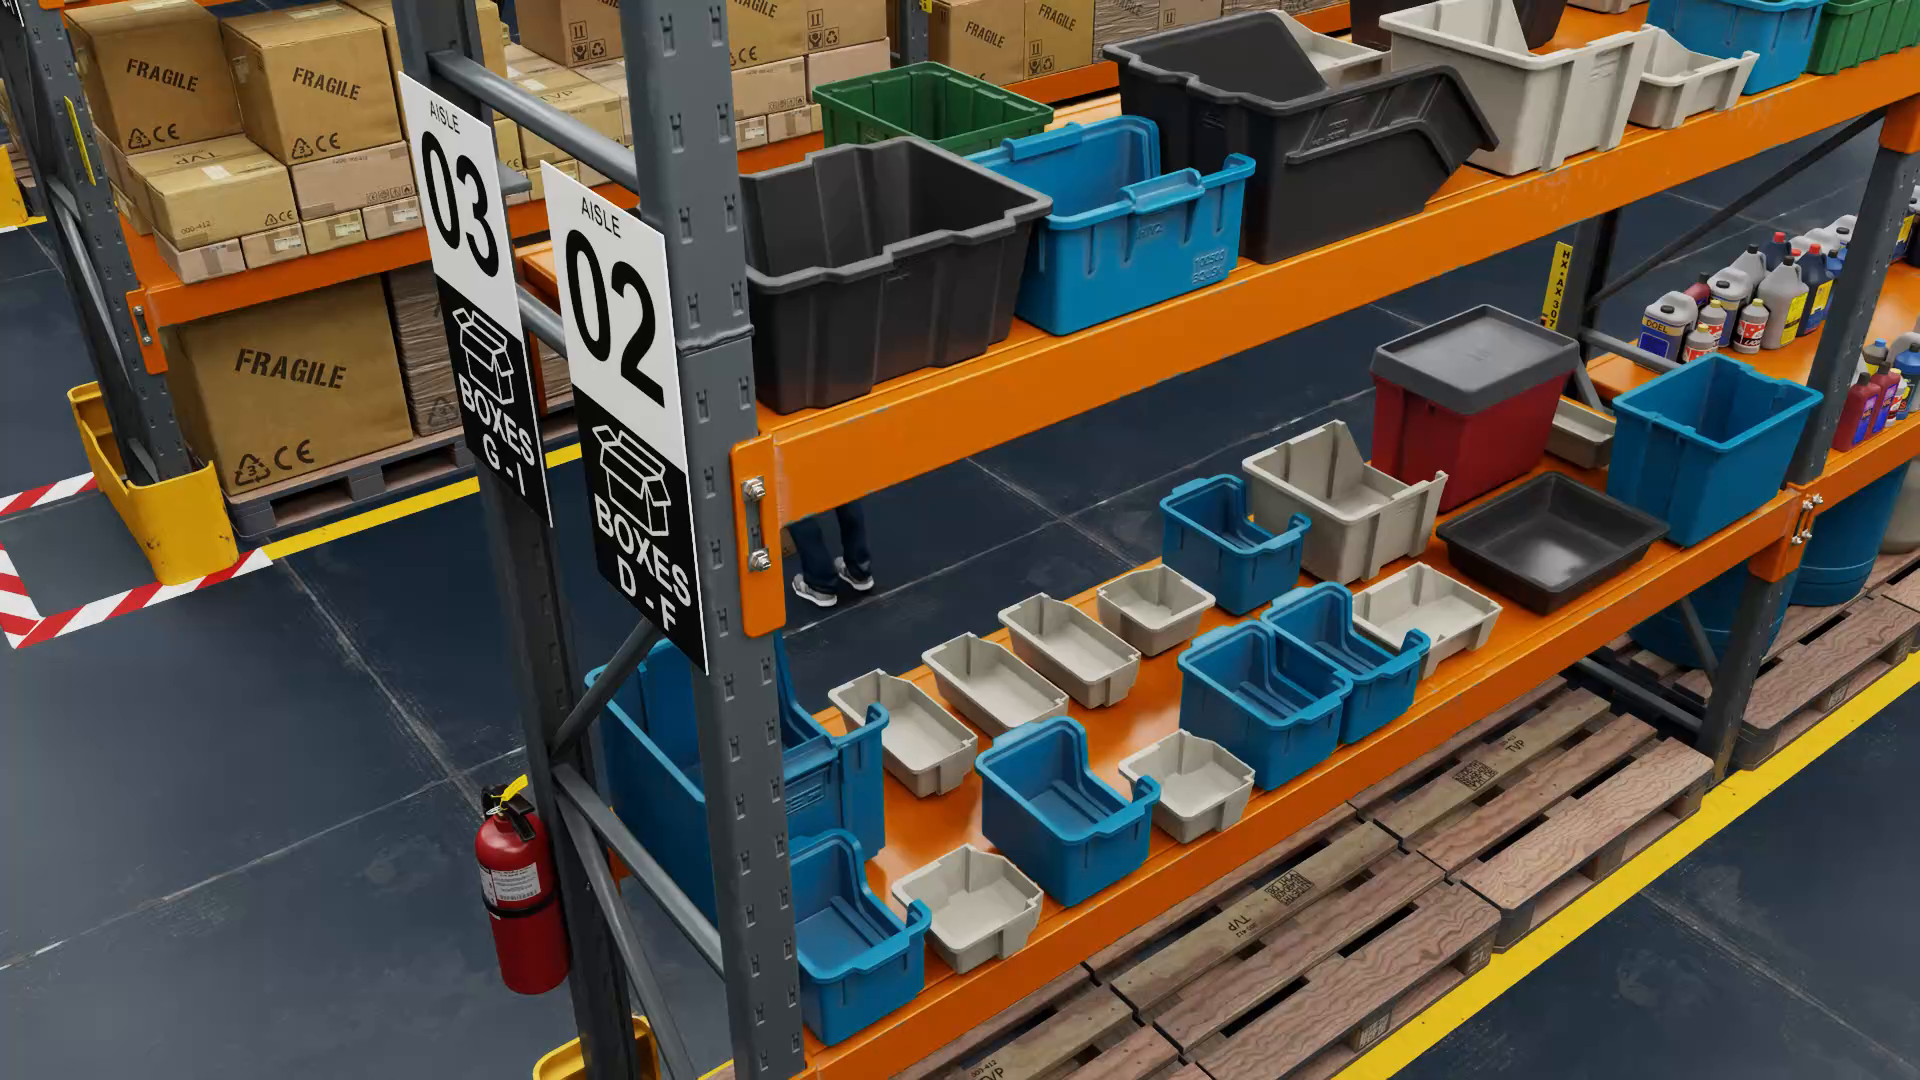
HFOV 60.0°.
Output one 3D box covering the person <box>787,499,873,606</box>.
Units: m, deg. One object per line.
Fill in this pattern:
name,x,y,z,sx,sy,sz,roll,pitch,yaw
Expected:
person,-0.585,-0.397,6.898,0.447,1.466,0.497,-22,39,-30
